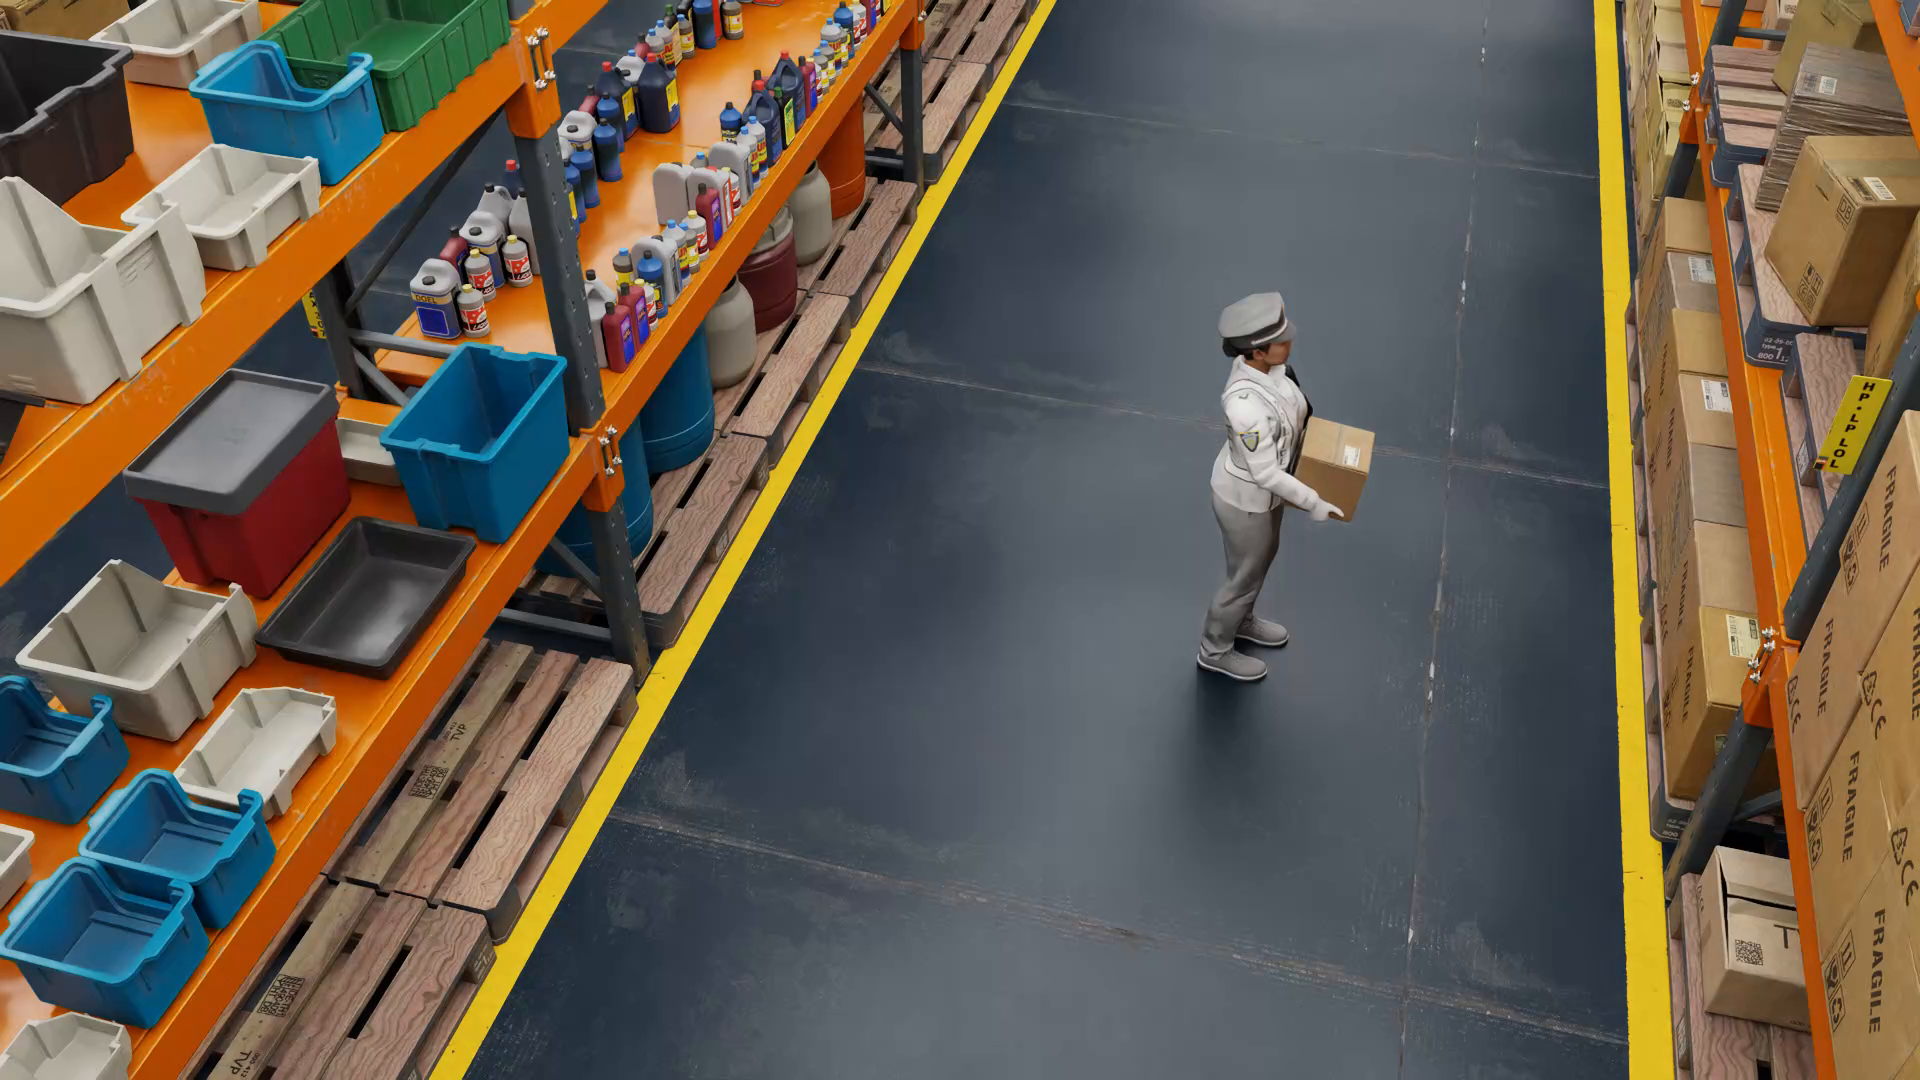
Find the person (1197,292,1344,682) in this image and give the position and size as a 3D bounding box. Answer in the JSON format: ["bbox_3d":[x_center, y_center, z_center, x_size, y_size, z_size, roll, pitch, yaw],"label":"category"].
[{"bbox_3d":[1.186,-0.176,6.342,0.560,1.686,0.459,11,42,12],"label":"person"}]
